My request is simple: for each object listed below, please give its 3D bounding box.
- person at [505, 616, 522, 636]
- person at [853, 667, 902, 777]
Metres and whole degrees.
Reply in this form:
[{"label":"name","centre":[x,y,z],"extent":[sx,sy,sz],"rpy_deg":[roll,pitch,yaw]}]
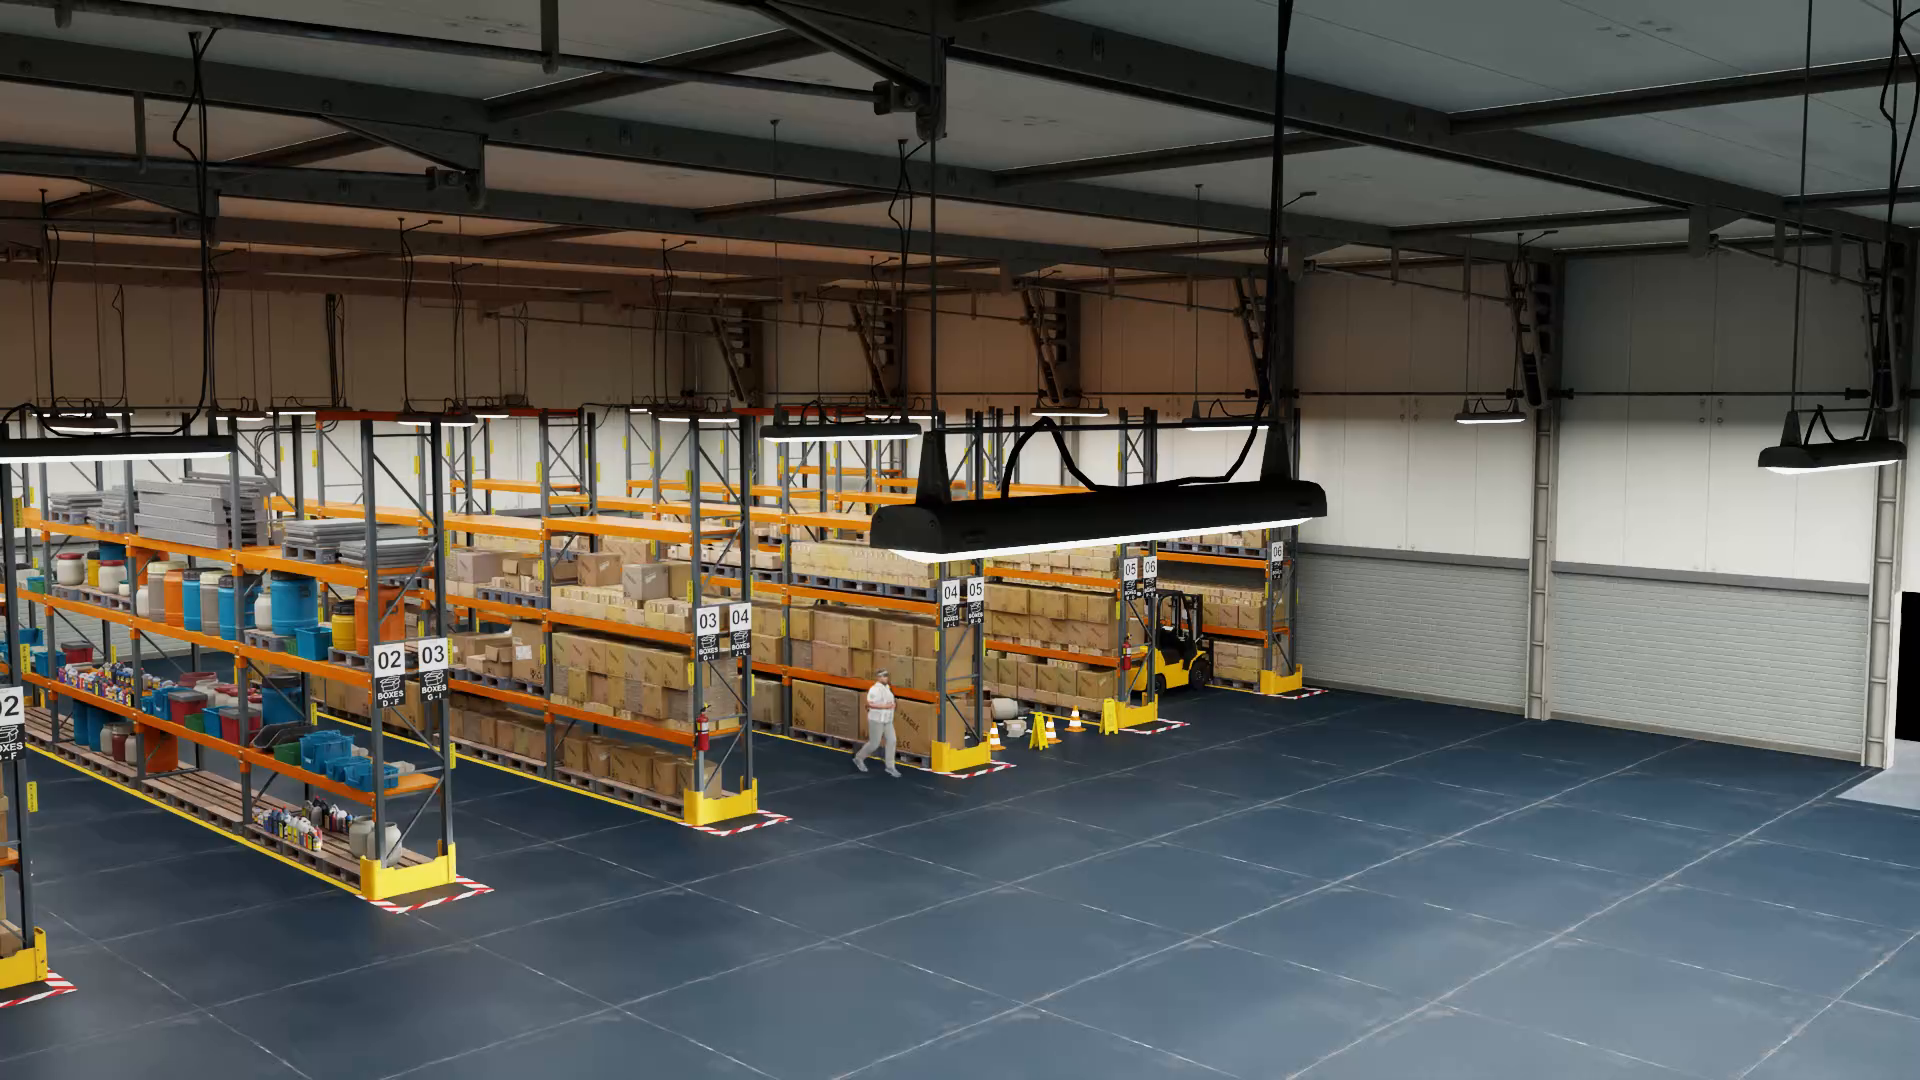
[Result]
[{"label":"person","centre":[-9.306,2.417,34.893],"extent":[0.590,1.675,0.731],"rpy_deg":[-4,7,-41]},{"label":"person","centre":[-1.335,3.005,27.613],"extent":[0.873,1.809,0.663],"rpy_deg":[3,6,30]}]
